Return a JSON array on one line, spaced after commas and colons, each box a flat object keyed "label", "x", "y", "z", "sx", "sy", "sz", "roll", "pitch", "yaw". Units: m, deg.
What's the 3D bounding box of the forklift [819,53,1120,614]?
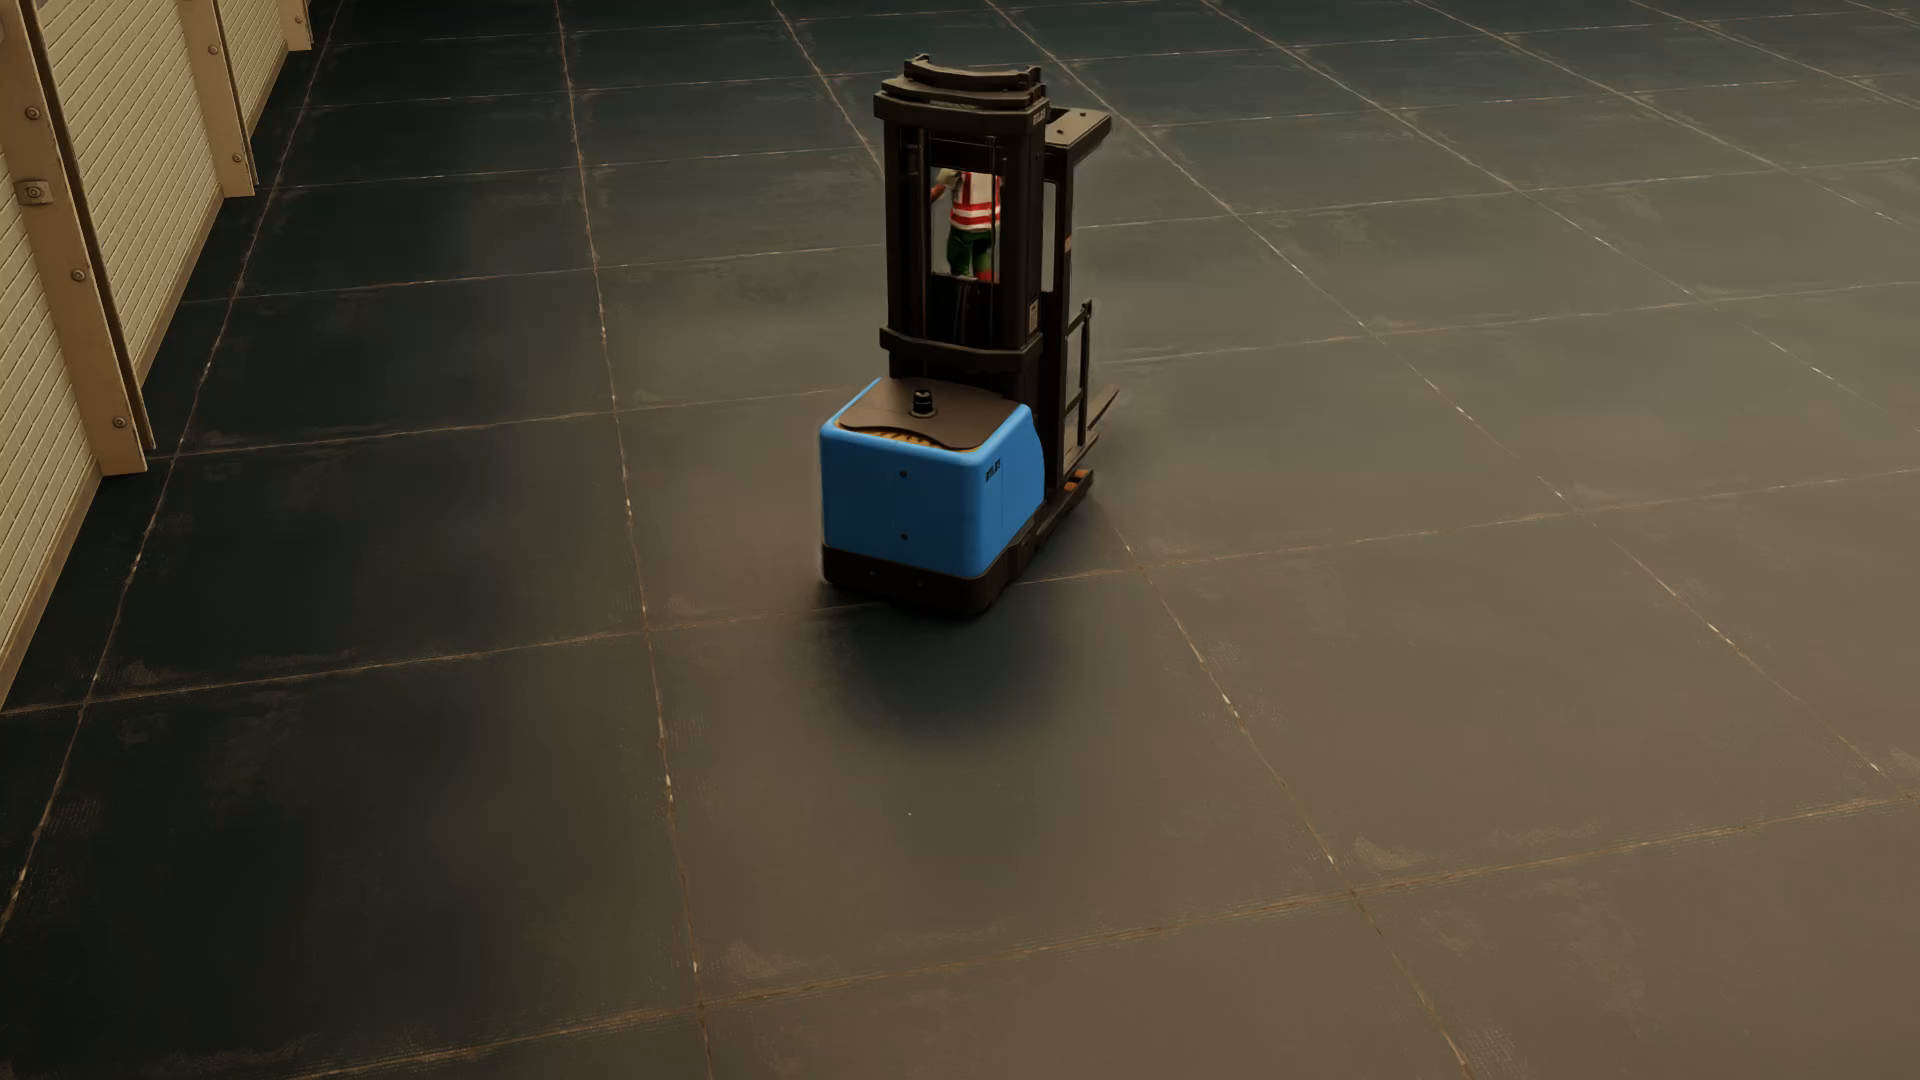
[{"label": "forklift", "x": 0.233, "y": -1.559, "z": 10.268, "sx": 1.130, "sy": 2.935, "sz": 3.031, "roll": 12, "pitch": 32, "yaw": 20}]

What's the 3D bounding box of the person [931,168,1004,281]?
[{"label": "person", "x": 0.081, "y": -2.495, "z": 13.089, "sx": 0.944, "sy": 1.797, "sz": 0.478, "roll": -12, "pitch": 32, "yaw": -20}]
